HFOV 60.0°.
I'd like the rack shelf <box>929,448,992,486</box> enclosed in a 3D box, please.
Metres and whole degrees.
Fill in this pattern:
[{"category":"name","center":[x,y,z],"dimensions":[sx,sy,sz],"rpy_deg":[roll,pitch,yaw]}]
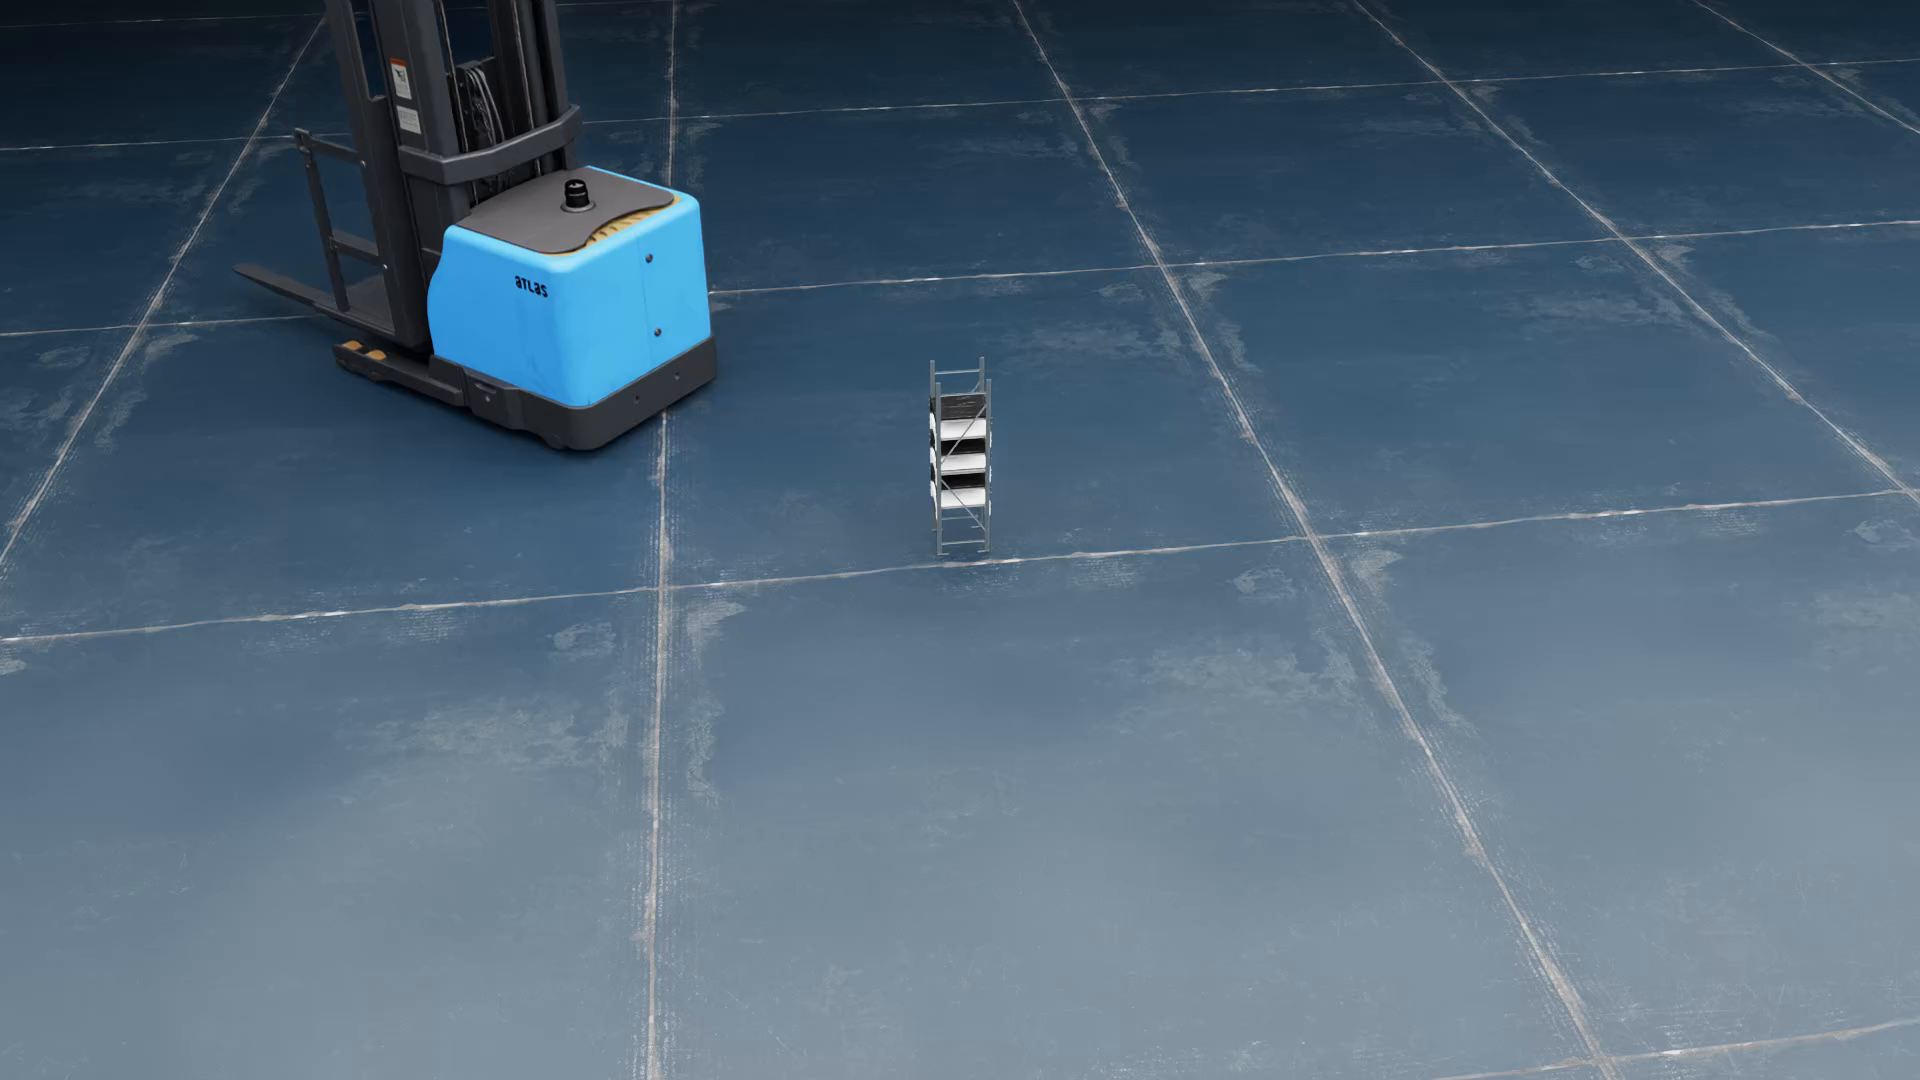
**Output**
[{"category":"rack shelf","center":[0.001,-0.340,7.509],"dimensions":[0.258,0.077,0.200],"rpy_deg":[-4,35,-6]}]

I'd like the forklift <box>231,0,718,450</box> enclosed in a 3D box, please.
[{"category":"forklift","center":[-2.809,-2.296,8.516],"dimensions":[3.031,2.935,1.130],"rpy_deg":[21,39,28]}]

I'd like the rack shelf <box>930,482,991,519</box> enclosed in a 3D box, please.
[{"category":"rack shelf","center":[0.001,-0.191,7.610],"dimensions":[0.258,0.077,0.200],"rpy_deg":[-4,35,-6]}]

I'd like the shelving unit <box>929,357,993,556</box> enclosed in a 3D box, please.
[{"category":"shelving unit","center":[0.001,-0.367,7.490],"dimensions":[0.258,0.900,0.210],"rpy_deg":[-4,35,-6]}]

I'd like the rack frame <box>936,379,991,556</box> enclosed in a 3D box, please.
[{"category":"rack frame","center":[0.015,-0.311,7.407],"dimensions":[0.240,0.900,0.006],"rpy_deg":[-4,35,-6]}]

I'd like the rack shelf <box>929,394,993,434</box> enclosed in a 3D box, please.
[{"category":"rack shelf","center":[0.001,-0.563,7.357],"dimensions":[0.258,0.077,0.200],"rpy_deg":[-4,35,-6]}]

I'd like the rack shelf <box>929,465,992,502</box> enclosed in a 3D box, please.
[{"category":"rack shelf","center":[0.001,-0.265,7.559],"dimensions":[0.258,0.077,0.200],"rpy_deg":[-4,35,-6]}]

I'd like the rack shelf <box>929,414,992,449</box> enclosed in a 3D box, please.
[{"category":"rack shelf","center":[0.001,-0.489,7.407],"dimensions":[0.258,0.077,0.200],"rpy_deg":[-4,35,-6]}]

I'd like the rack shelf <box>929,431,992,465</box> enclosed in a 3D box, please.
[{"category":"rack shelf","center":[0.001,-0.414,7.458],"dimensions":[0.258,0.077,0.200],"rpy_deg":[-4,35,-6]}]

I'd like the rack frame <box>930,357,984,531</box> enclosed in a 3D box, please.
[{"category":"rack frame","center":[-0.013,-0.424,7.573],"dimensions":[0.240,0.900,0.006],"rpy_deg":[-4,35,-6]}]
